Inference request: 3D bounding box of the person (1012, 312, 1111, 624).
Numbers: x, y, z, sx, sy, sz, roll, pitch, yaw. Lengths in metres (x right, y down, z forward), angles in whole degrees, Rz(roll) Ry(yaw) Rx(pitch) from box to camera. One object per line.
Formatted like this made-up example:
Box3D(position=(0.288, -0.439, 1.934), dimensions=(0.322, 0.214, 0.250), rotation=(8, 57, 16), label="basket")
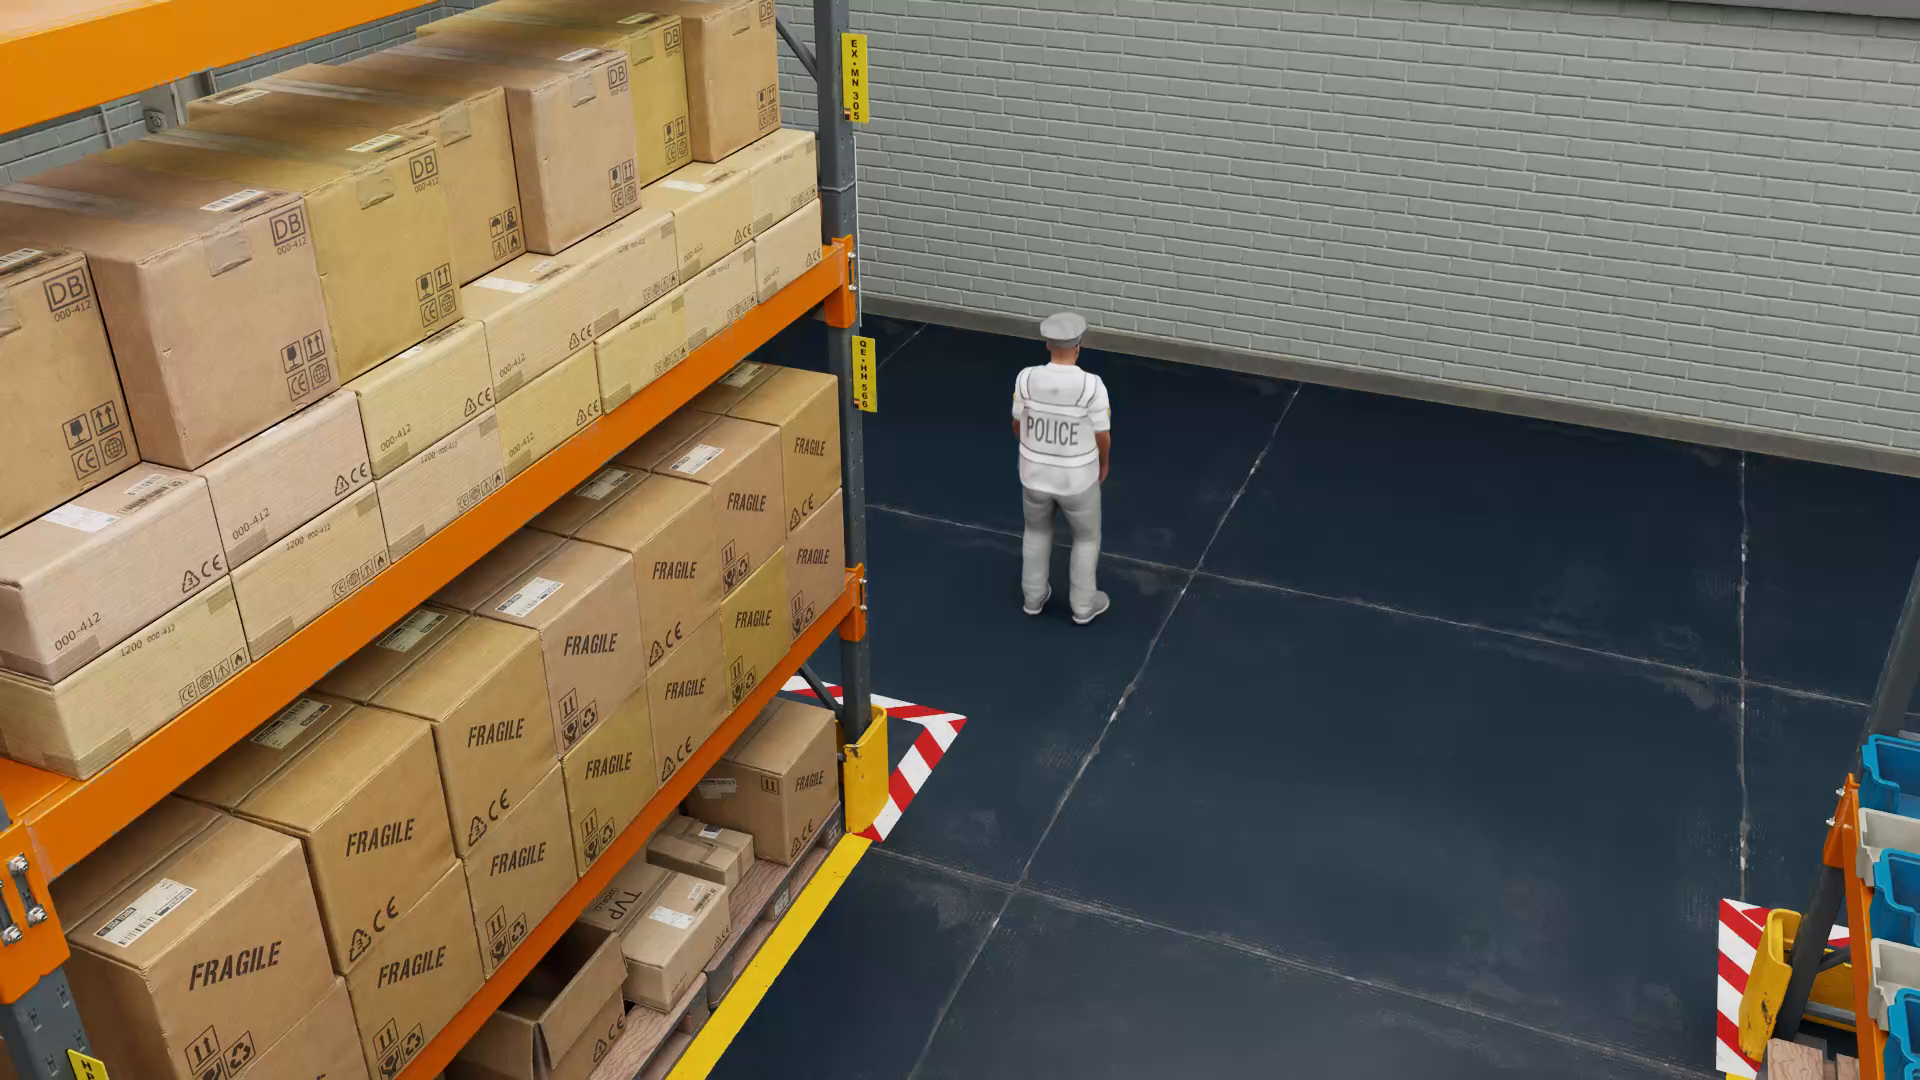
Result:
Box3D(position=(0.549, -0.369, 9.030), dimensions=(0.547, 1.763, 0.444), rotation=(11, 31, 18), label="person")
